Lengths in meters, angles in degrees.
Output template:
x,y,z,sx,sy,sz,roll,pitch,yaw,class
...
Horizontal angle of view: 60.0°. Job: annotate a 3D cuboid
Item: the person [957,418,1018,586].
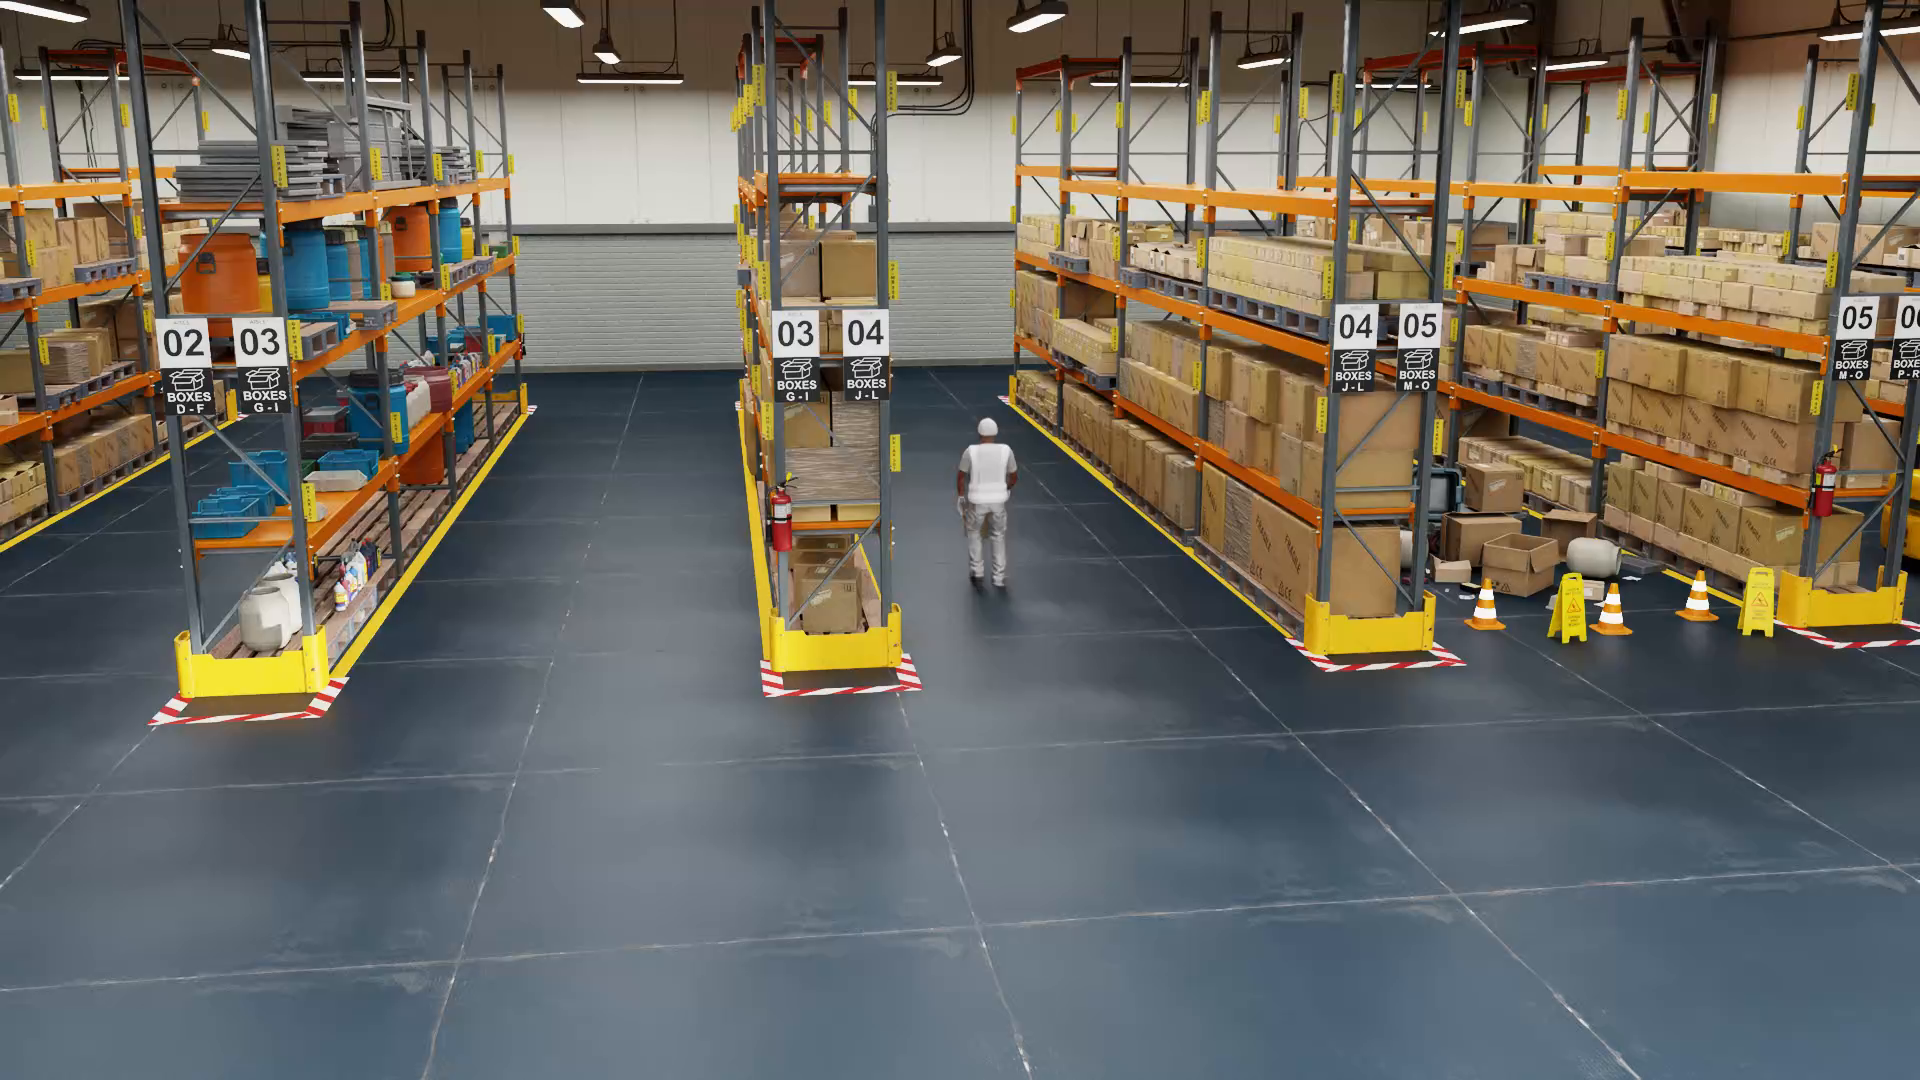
x,y,z,sx,sy,sz,roll,pitch,yaw,class
0.285,-0.424,17.806,0.655,1.768,0.538,-1,13,-6,person
